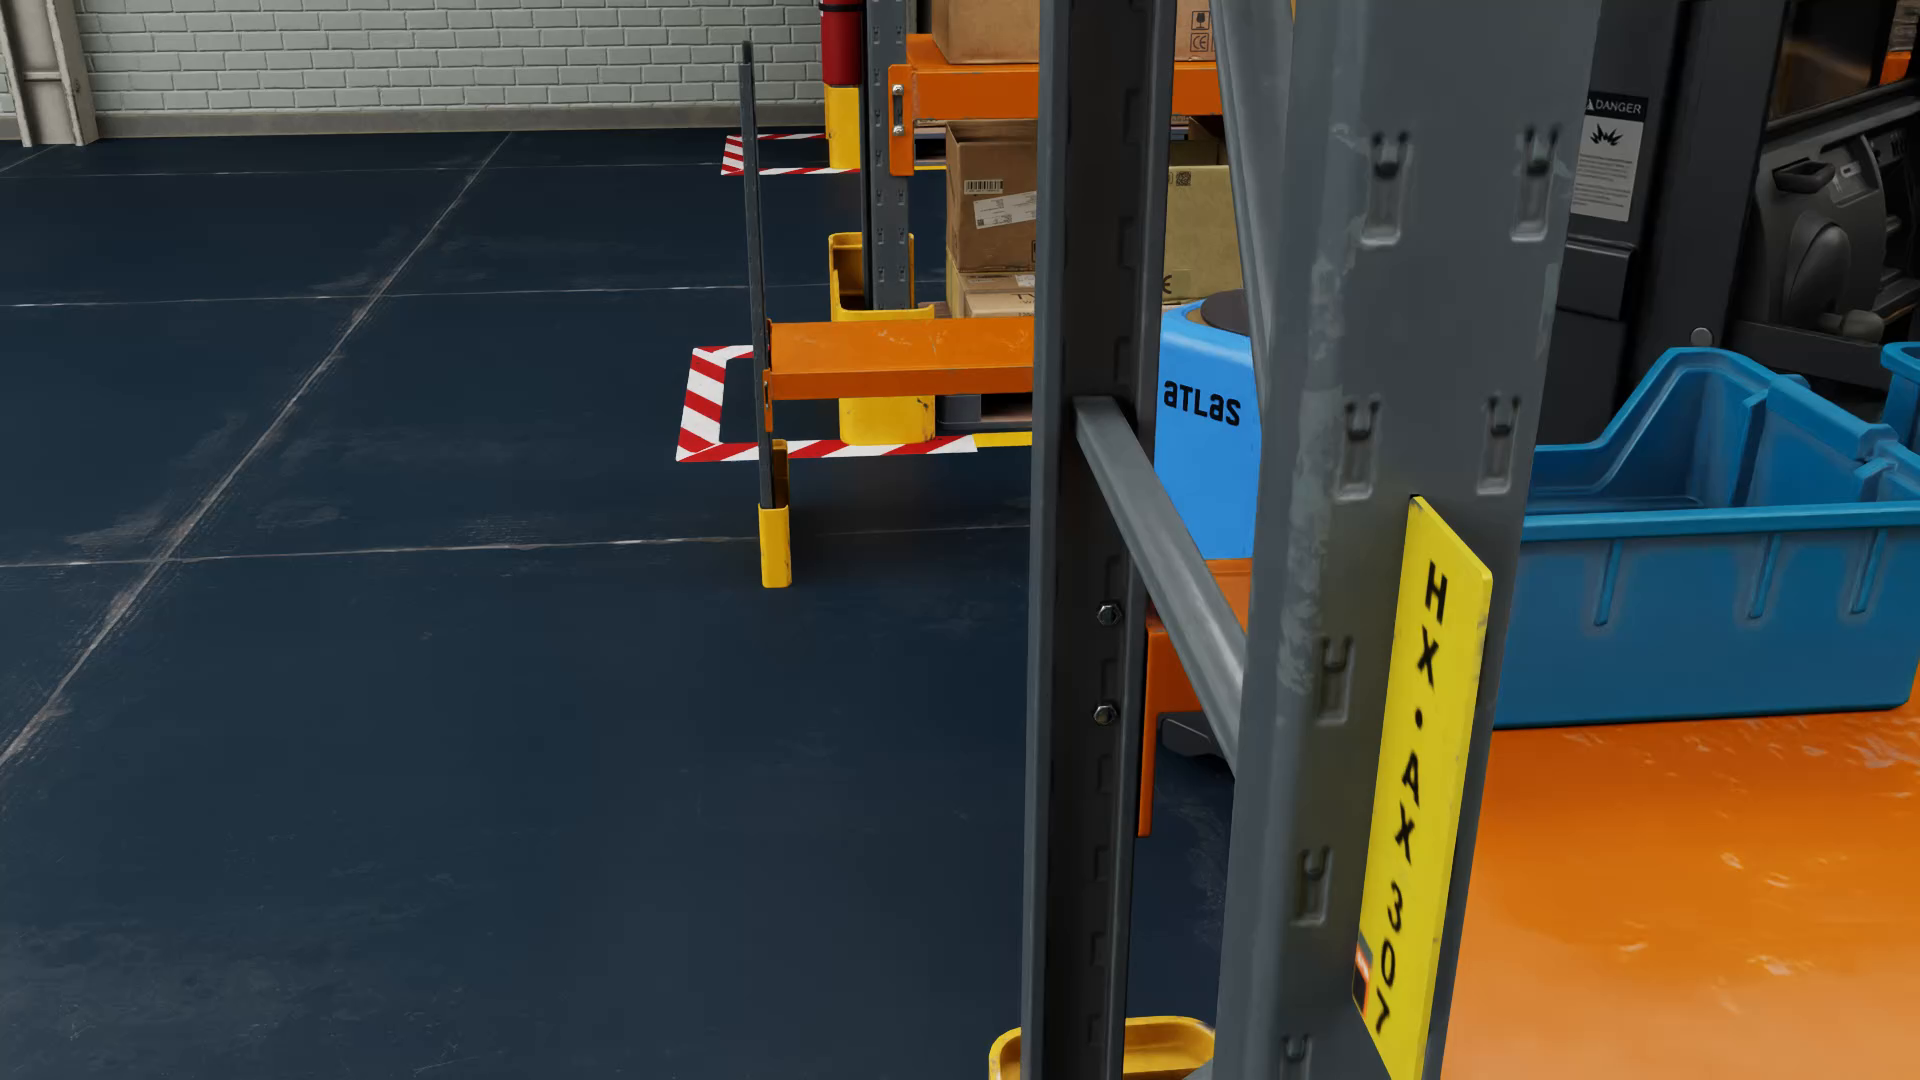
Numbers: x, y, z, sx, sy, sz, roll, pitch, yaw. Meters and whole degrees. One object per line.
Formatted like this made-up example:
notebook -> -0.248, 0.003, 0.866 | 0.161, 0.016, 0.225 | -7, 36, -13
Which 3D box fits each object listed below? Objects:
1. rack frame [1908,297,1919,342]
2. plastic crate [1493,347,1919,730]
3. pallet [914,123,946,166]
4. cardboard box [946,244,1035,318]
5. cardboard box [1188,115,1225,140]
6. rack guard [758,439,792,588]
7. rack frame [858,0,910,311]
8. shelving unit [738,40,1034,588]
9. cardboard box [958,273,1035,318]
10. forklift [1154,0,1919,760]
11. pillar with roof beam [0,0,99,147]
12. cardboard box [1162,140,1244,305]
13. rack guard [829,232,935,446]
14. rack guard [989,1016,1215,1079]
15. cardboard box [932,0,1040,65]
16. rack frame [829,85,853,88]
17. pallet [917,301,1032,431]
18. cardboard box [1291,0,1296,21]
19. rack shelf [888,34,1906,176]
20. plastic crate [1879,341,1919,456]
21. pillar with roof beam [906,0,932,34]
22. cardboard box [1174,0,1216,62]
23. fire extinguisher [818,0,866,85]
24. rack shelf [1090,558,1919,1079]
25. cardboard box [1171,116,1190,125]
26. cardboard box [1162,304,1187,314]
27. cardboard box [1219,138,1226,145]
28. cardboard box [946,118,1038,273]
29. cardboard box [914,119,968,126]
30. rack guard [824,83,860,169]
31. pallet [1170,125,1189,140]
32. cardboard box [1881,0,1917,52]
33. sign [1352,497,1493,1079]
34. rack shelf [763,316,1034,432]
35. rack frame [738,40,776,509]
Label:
rack frame -> 3.691, -2.113, 6.311 | 0.127, 3.000, 1.000 | -2, 24, -5
plastic crate -> 0.662, -0.024, 1.794 | 0.616, 0.251, 0.499 | -2, 24, -5
pallet -> 0.107, -2.702, 11.070 | 1.213, 0.211, 1.003 | -2, 24, -5
cardboard box -> 0.215, -1.030, 6.742 | 0.500, 0.250, 0.500 | -2, 24, -5
cardboard box -> 1.208, -1.419, 6.694 | 0.500, 0.500, 0.500 | -2, 24, -5
rack guard -> -0.571, -0.091, 5.148 | 0.087, 0.250, 0.587 | -2, 24, -5
rack frame -> -0.290, -1.953, 5.952 | 0.127, 3.000, 1.000 | -2, 24, -5
shelving unit -> -0.076, -0.682, 4.939 | 1.083, 1.500, 0.587 | -2, 24, -5
cardboard box -> 0.265, -0.820, 6.271 | 0.500, 0.250, 0.500 | -2, 24, -5
forklift -> 1.801, -0.578, 2.941 | 1.130, 2.935, 3.031 | -22, 32, -40
pillar with roof beam -> -5.717, -5.095, 5.633 | 0.400, 9.000, 9.100 | -2, 24, -5
cardboard box -> 0.763, -1.184, 6.165 | 0.500, 0.500, 0.500 | -2, 24, -5
rack guard -> -0.314, -0.810, 6.457 | 0.348, 0.500, 1.175 | -2, 24, -5
rack guard -> 0.264, 1.169, 2.004 | 0.348, 0.500, 1.175 | -2, 24, -5
cardboard box -> 0.176, -2.012, 5.962 | 0.500, 0.500, 0.700 | -2, 24, -5
rack frame -> -0.781, -3.955, 10.456 | 0.127, 3.000, 1.000 | -2, 24, -5
pallet -> 0.467, -0.727, 6.625 | 1.213, 0.211, 1.003 | -2, 24, -5
cardboard box -> 1.193, -2.053, 6.052 | 0.500, 0.500, 0.700 | -2, 24, -5
rack shelf -> 1.700, -1.704, 6.277 | 4.000, 0.370, 1.077 | -2, 24, -5
plastic crate -> 1.309, -0.048, 1.847 | 0.408, 0.251, 0.499 | -2, 24, -5
pillar with roof beam -> 0.254, -5.334, 6.172 | 0.400, 9.000, 9.100 | -2, 24, -5
cardboard box -> 0.698, -2.035, 6.013 | 0.500, 0.500, 0.700 | -2, 24, -4
fire extinguisher -> -0.453, -2.101, 6.379 | 0.183, 0.674, 0.296 | -2, 24, -5
rack shelf -> 2.183, 0.298, 1.773 | 4.000, 0.370, 1.077 | -2, 24, -5
cardboard box -> 1.219, -3.037, 10.926 | 0.500, 0.500, 0.700 | -4, 24, -8
cardboard box -> 0.763, -0.842, 6.319 | 0.500, 0.250, 0.500 | -2, 24, -5
cardboard box -> 1.259, -1.209, 6.222 | 0.500, 0.500, 0.500 | -2, 24, -5
cardboard box -> 0.214, -1.373, 6.591 | 0.500, 0.500, 0.500 | -2, 24, -5
cardboard box -> -0.083, -2.919, 10.893 | 0.500, 0.311, 0.500 | -5, 24, -11
rack guard -> -0.705, -2.816, 10.971 | 0.348, 0.500, 1.175 | -2, 24, -5
pallet -> 1.318, -2.750, 11.177 | 1.213, 0.211, 1.003 | -2, 24, -5
cardboard box -> 3.250, -2.138, 6.245 | 0.500, 0.500, 0.700 | -3, 24, -7
sign -> 0.243, 0.145, 0.890 | 0.005, 0.325, 0.100 | -2, 24, -5
rack shelf -> -0.085, -0.518, 5.011 | 1.000, 0.185, 0.538 | -2, 24, -5
rack frame -> -0.591, -0.662, 4.892 | 0.032, 1.500, 0.500 | -2, 24, -5
